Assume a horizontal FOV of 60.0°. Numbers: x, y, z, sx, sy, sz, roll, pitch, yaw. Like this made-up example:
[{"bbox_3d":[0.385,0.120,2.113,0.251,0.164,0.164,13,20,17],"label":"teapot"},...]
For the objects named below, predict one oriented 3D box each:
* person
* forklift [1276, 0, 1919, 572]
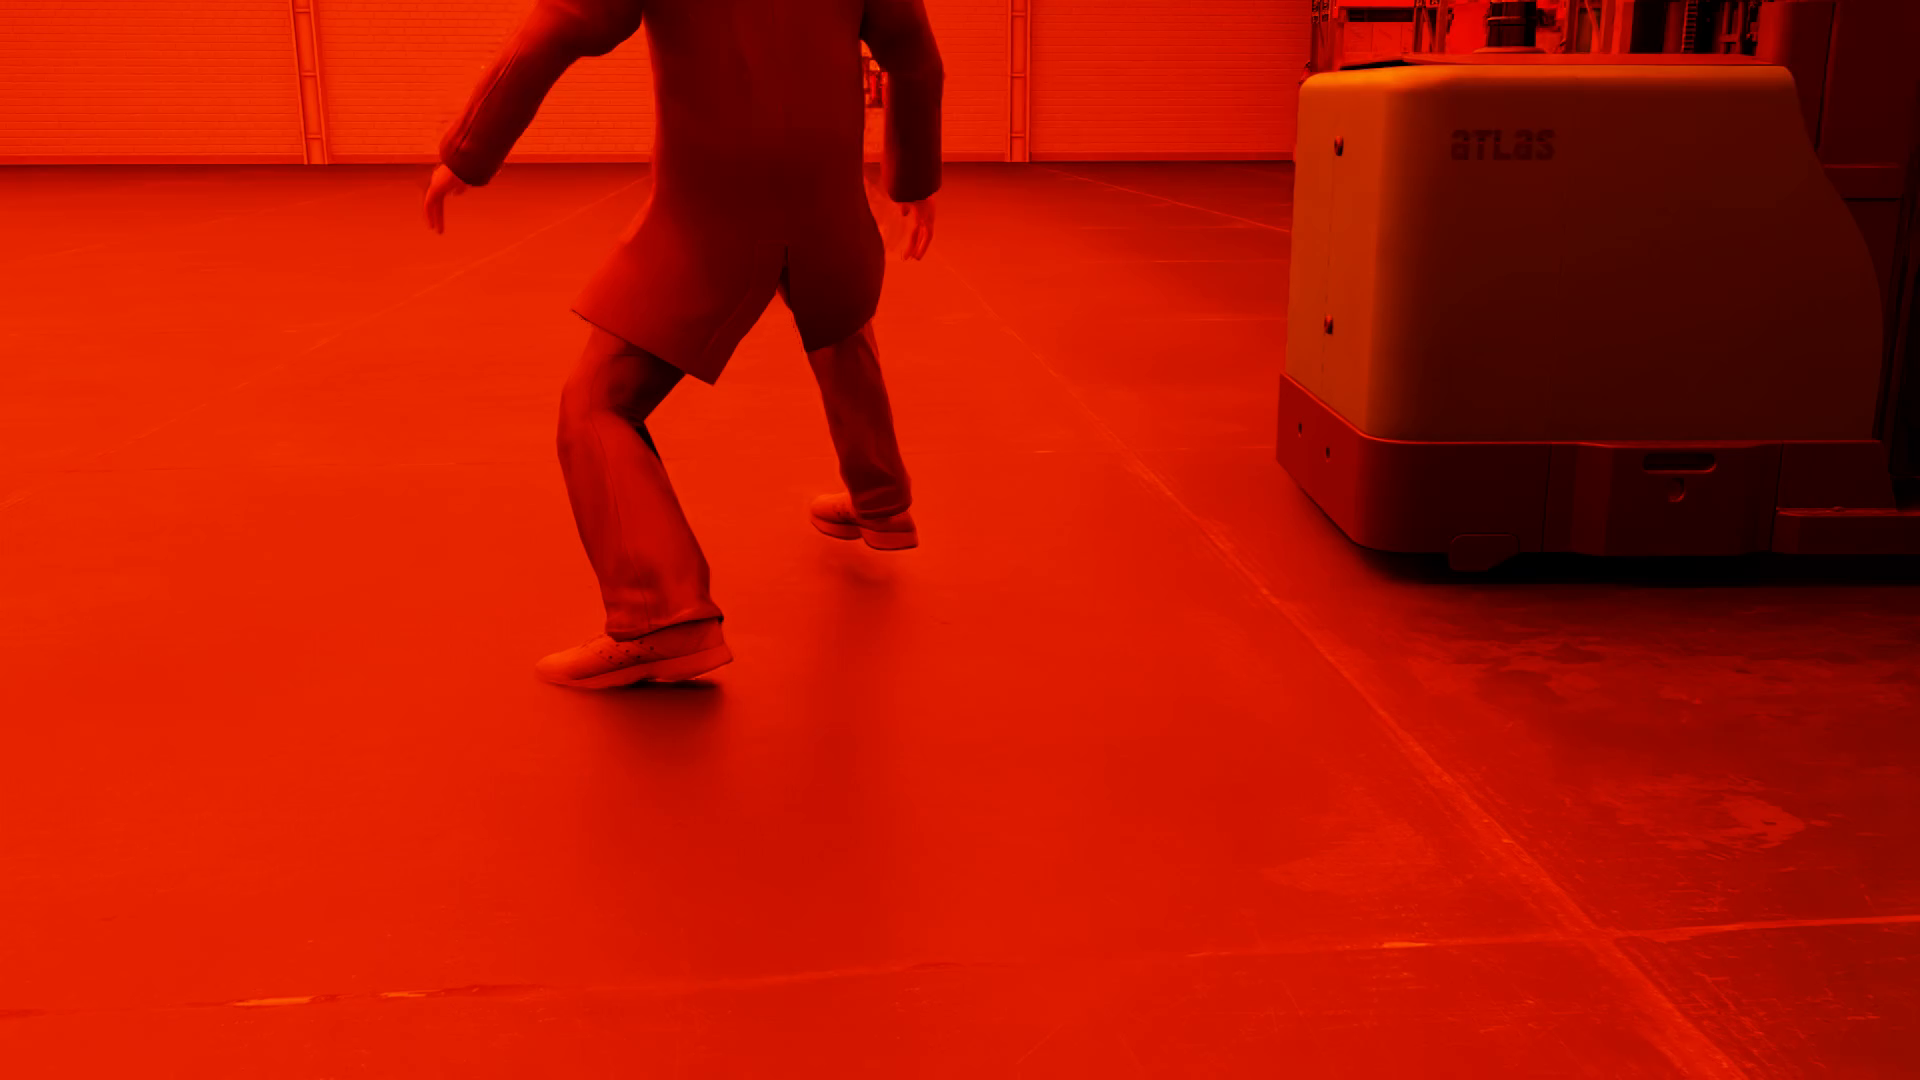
[{"bbox_3d":[-0.458,-0.616,3.142,1.002,1.650,0.782,-7,16,-26],"label":"person"},{"bbox_3d":[2.369,-1.458,3.716,3.031,2.935,1.130,0,15,-1],"label":"forklift"}]
